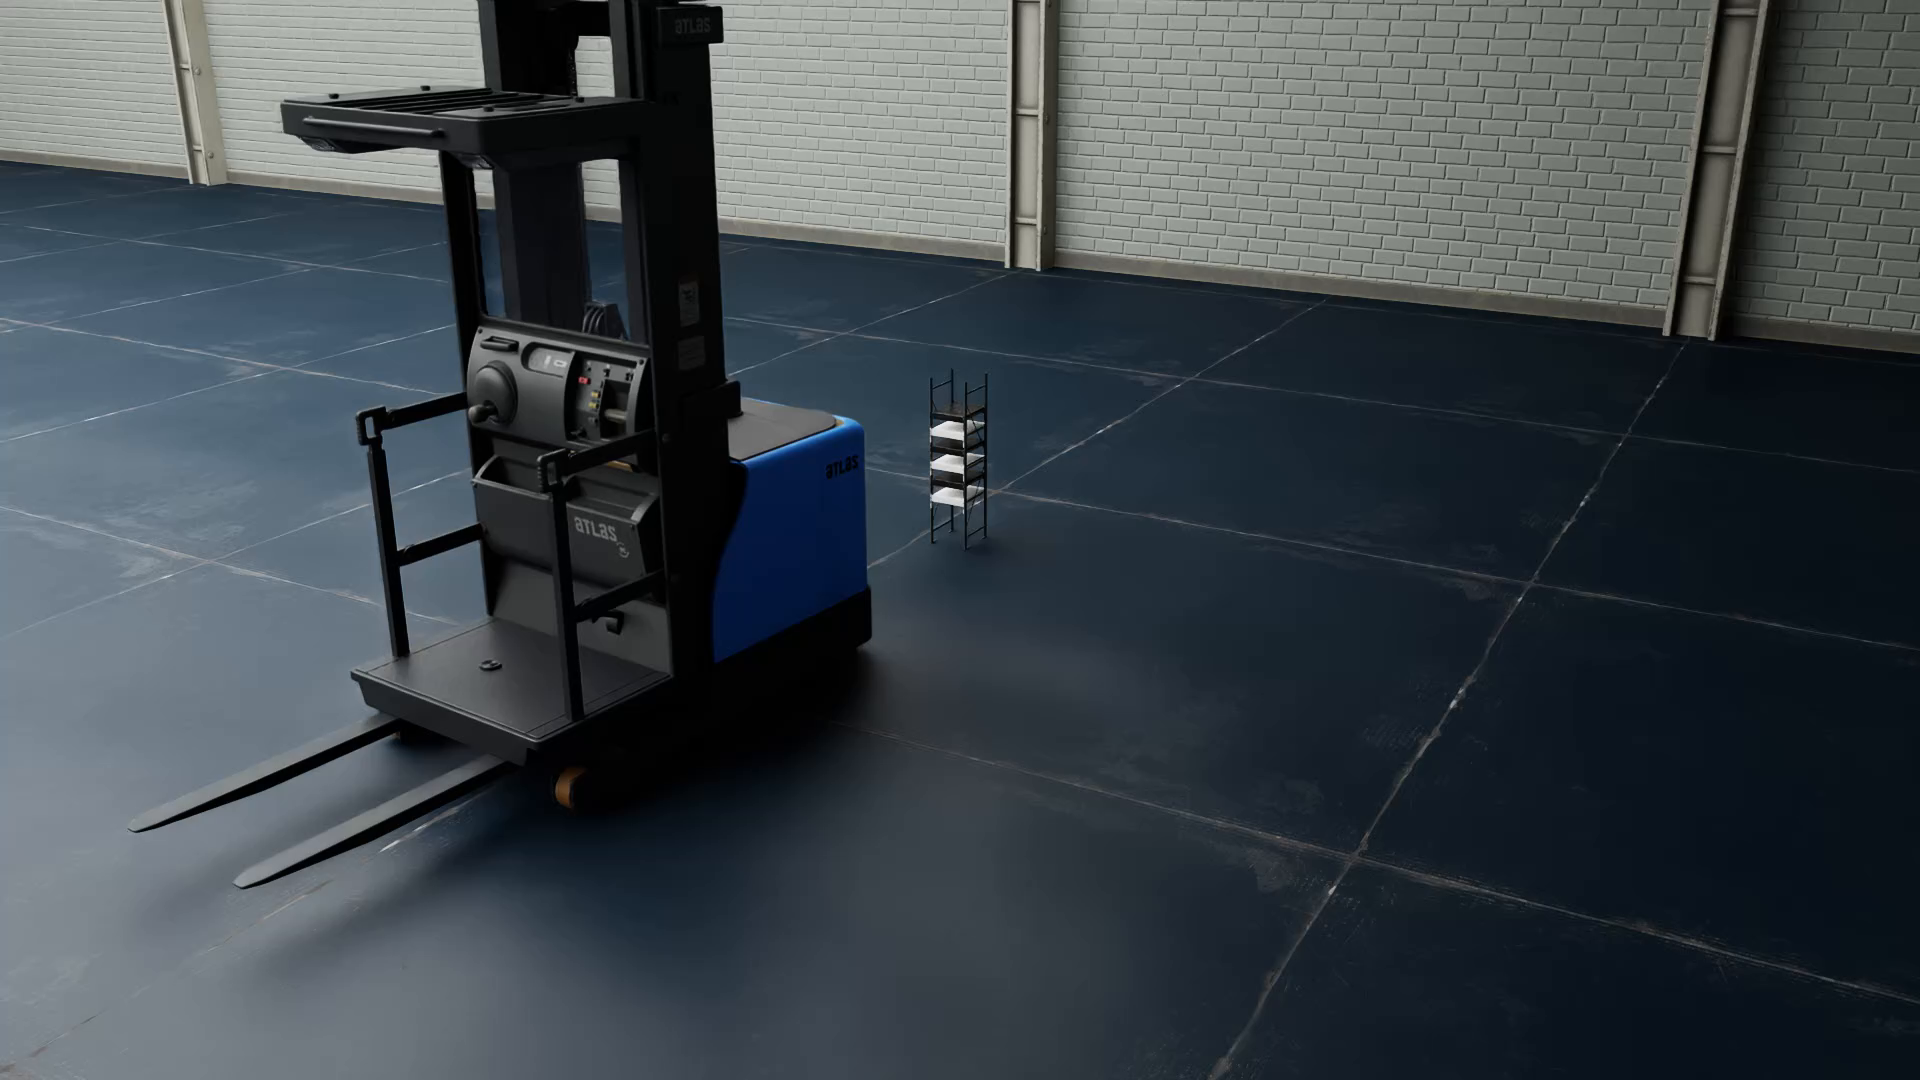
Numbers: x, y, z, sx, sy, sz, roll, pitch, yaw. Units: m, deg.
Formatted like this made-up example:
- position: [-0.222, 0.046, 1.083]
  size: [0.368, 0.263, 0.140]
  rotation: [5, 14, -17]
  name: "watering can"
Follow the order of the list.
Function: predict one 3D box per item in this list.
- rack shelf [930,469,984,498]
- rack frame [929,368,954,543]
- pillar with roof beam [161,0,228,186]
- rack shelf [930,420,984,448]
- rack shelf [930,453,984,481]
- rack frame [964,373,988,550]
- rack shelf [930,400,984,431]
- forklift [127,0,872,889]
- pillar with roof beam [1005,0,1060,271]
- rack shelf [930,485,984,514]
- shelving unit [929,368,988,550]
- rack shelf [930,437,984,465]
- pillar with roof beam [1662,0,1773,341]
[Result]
- position: [-0.007, -0.308, 8.757]
  size: [0.200, 0.077, 0.258]
  rotation: [11, 23, 27]
  name: "rack shelf"
- position: [-0.096, -0.441, 8.762]
  size: [0.006, 0.900, 0.240]
  rotation: [11, 23, 27]
  name: "rack frame"
- position: [-11.896, -7.608, 16.643]
  size: [0.400, 9.000, 9.100]
  rotation: [11, 23, 27]
  name: "pillar with roof beam"
- position: [-0.007, -0.562, 8.665]
  size: [0.200, 0.077, 0.258]
  rotation: [11, 23, 27]
  name: "rack shelf"
- position: [-0.007, -0.393, 8.727]
  size: [0.200, 0.077, 0.258]
  rotation: [11, 23, 27]
  name: "rack shelf"
- position: [0.082, -0.407, 8.669]
  size: [0.006, 0.900, 0.240]
  rotation: [11, 23, 27]
  name: "rack frame"
- position: [-0.007, -0.647, 8.635]
  size: [0.200, 0.077, 0.258]
  rotation: [11, 23, 27]
  name: "rack shelf"
- position: [-1.651, -0.566, 6.128]
  size: [1.130, 2.935, 3.031]
  rotation: [13, 24, 33]
  name: "forklift"
- position: [-1.419, -5.613, 11.141]
  size: [0.400, 9.000, 9.100]
  rotation: [11, 23, 27]
  name: "pillar with roof beam"
- position: [-0.007, -0.224, 8.788]
  size: [0.200, 0.077, 0.258]
  rotation: [11, 23, 27]
  name: "rack shelf"
- position: [-0.007, -0.424, 8.715]
  size: [0.210, 0.900, 0.258]
  rotation: [11, 23, 27]
  name: "shelving unit"
- position: [-0.007, -0.478, 8.696]
  size: [0.200, 0.077, 0.258]
  rotation: [11, 23, 27]
  name: "rack shelf"
- position: [3.819, -4.615, 8.391]
  size: [0.400, 9.000, 9.100]
  rotation: [11, 23, 27]
  name: "pillar with roof beam"
